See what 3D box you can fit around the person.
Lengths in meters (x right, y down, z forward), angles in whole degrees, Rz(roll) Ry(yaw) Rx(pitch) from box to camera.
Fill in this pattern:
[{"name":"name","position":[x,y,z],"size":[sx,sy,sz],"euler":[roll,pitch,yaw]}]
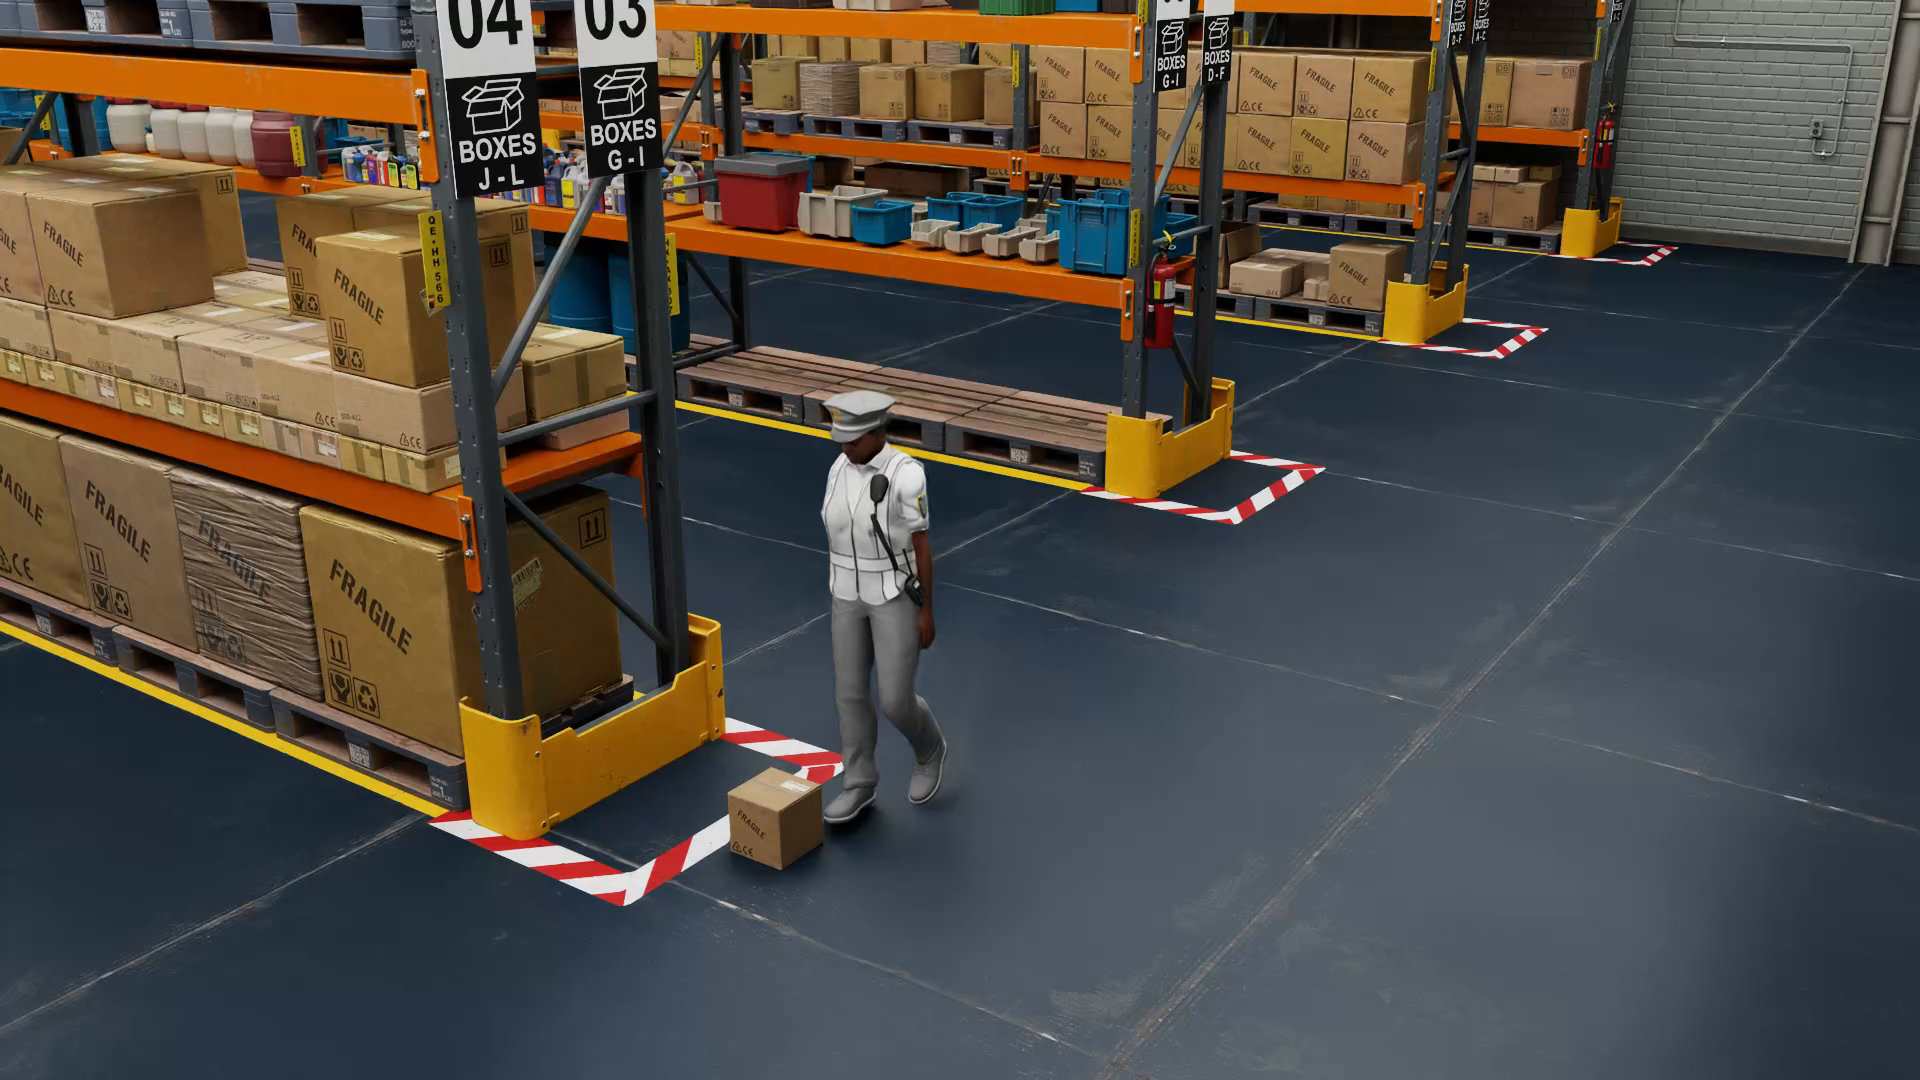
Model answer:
[{"name":"person","position":[-0.345,0.256,6.304],"size":[0.477,1.647,0.549],"euler":[12,23,29]}]
